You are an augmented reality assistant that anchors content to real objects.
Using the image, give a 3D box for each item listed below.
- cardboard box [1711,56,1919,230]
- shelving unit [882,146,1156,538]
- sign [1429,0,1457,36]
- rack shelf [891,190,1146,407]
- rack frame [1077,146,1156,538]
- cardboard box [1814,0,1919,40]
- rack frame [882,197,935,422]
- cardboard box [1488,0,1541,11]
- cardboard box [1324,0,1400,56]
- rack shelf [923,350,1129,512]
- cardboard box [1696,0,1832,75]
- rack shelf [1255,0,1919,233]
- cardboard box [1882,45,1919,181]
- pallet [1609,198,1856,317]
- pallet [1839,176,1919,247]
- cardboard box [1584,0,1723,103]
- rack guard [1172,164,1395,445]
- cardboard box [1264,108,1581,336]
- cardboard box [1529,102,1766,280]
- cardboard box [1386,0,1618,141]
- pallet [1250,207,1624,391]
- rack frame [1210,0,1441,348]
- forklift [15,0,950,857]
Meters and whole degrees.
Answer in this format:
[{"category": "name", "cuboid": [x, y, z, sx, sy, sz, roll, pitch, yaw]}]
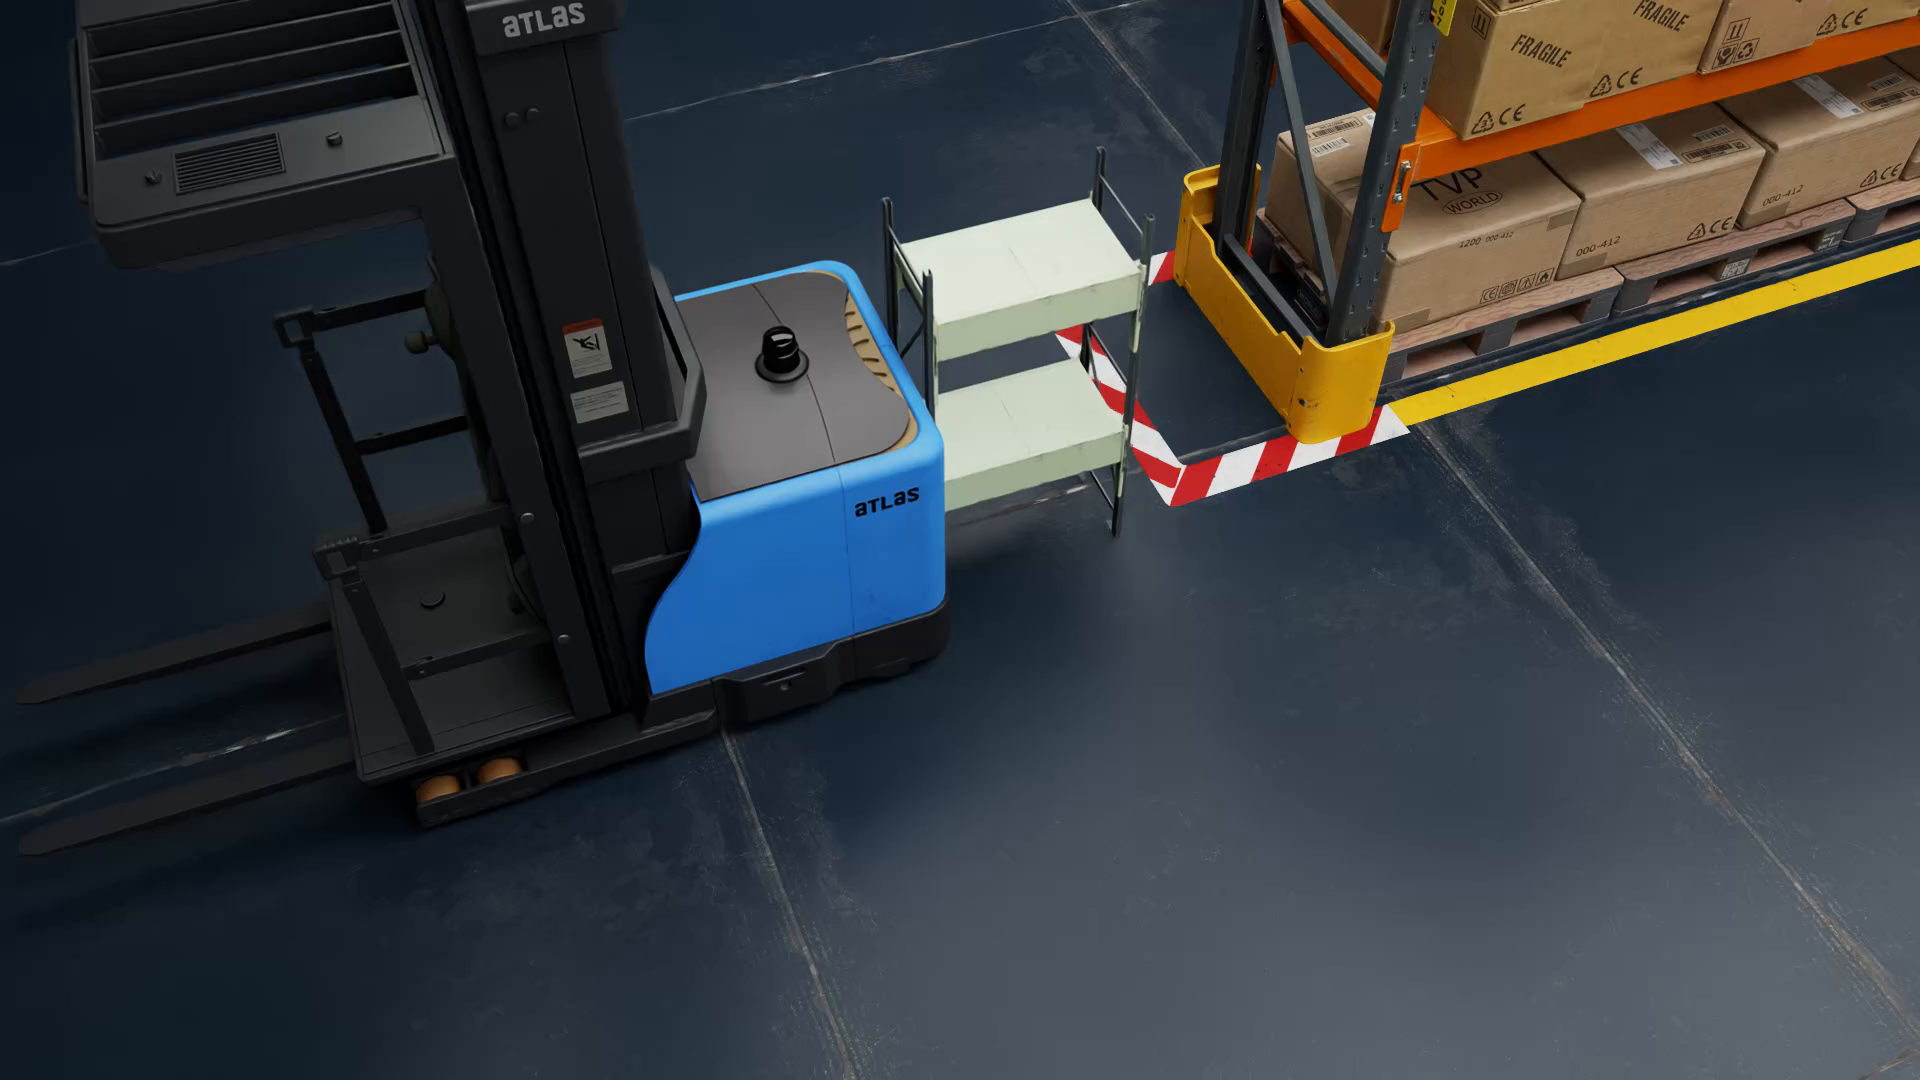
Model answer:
[{"category": "cardboard box", "cuboid": [3.559, -1.893, 7.311, 0.875, 0.438, 0.875, -19, 52, -15]}, {"category": "shelving unit", "cuboid": [0.180, -0.539, 5.724, 0.755, 1.500, 0.431, -16, 51, -14]}, {"category": "sign", "cuboid": [1.511, -1.722, 5.129, 0.005, 0.325, 0.100, -17, 52, -14]}, {"category": "rack shelf", "cuboid": [0.180, -0.793, 5.428, 0.720, 0.370, 0.431, -16, 51, -14]}, {"category": "rack frame", "cuboid": [0.521, -0.639, 5.810, 0.023, 1.500, 0.400, -16, 51, -14]}, {"category": "cardboard box", "cuboid": [3.253, -2.228, 6.120, 0.500, 0.500, 0.500, -16, 51, -13]}, {"category": "rack frame", "cuboid": [-0.162, -0.439, 5.638, 0.023, 1.500, 0.400, -16, 51, -14]}, {"category": "cardboard box", "cuboid": [1.859, -2.102, 5.353, 0.500, 0.500, 0.500, -18, 52, -15]}, {"category": "cardboard box", "cuboid": [1.653, -2.162, 6.064, 0.500, 0.500, 0.500, -17, 51, -14]}, {"category": "rack shelf", "cuboid": [0.180, -0.326, 5.971, 0.720, 0.370, 0.431, -16, 51, -14]}, {"category": "cardboard box", "cuboid": [2.795, -2.072, 5.986, 0.500, 0.500, 0.500, -17, 52, -14]}, {"category": "rack shelf", "cuboid": [3.158, -2.145, 6.589, 4.000, 0.370, 1.077, -17, 52, -14]}, {"category": "cardboard box", "cuboid": [4.388, -2.150, 7.532, 0.875, 0.438, 0.875, -18, 52, -15]}, {"category": "pallet", "cuboid": [3.145, -1.529, 7.424, 1.213, 0.211, 1.003, -17, 52, -14]}, {"category": "pallet", "cuboid": [4.276, -1.881, 7.727, 1.213, 0.211, 1.003, -17, 52, -14]}, {"category": "cardboard box", "cuboid": [2.317, -1.939, 5.872, 0.500, 0.500, 0.500, -18, 52, -15]}, {"category": "rack guard", "cuboid": [1.285, -0.984, 6.766, 0.348, 0.500, 1.175, -17, 52, -14]}, {"category": "cardboard box", "cuboid": [1.880, -1.367, 6.859, 0.875, 0.438, 0.875, -19, 52, -15]}, {"category": "cardboard box", "cuboid": [2.724, -1.636, 7.090, 0.875, 0.438, 0.875, -16, 51, -13]}, {"category": "cardboard box", "cuboid": [1.860, -1.774, 5.731, 0.500, 0.500, 0.500, -18, 52, -15]}, {"category": "pallet", "cuboid": [2.017, -1.181, 7.126, 1.213, 0.211, 1.003, -17, 52, -14]}, {"category": "rack frame", "cuboid": [1.307, -1.806, 5.823, 0.127, 3.000, 1.000, -17, 52, -14]}, {"category": "forklift", "cuboid": [-1.606, -0.486, 4.735, 3.031, 2.935, 1.130, -16, 51, -14]}]
